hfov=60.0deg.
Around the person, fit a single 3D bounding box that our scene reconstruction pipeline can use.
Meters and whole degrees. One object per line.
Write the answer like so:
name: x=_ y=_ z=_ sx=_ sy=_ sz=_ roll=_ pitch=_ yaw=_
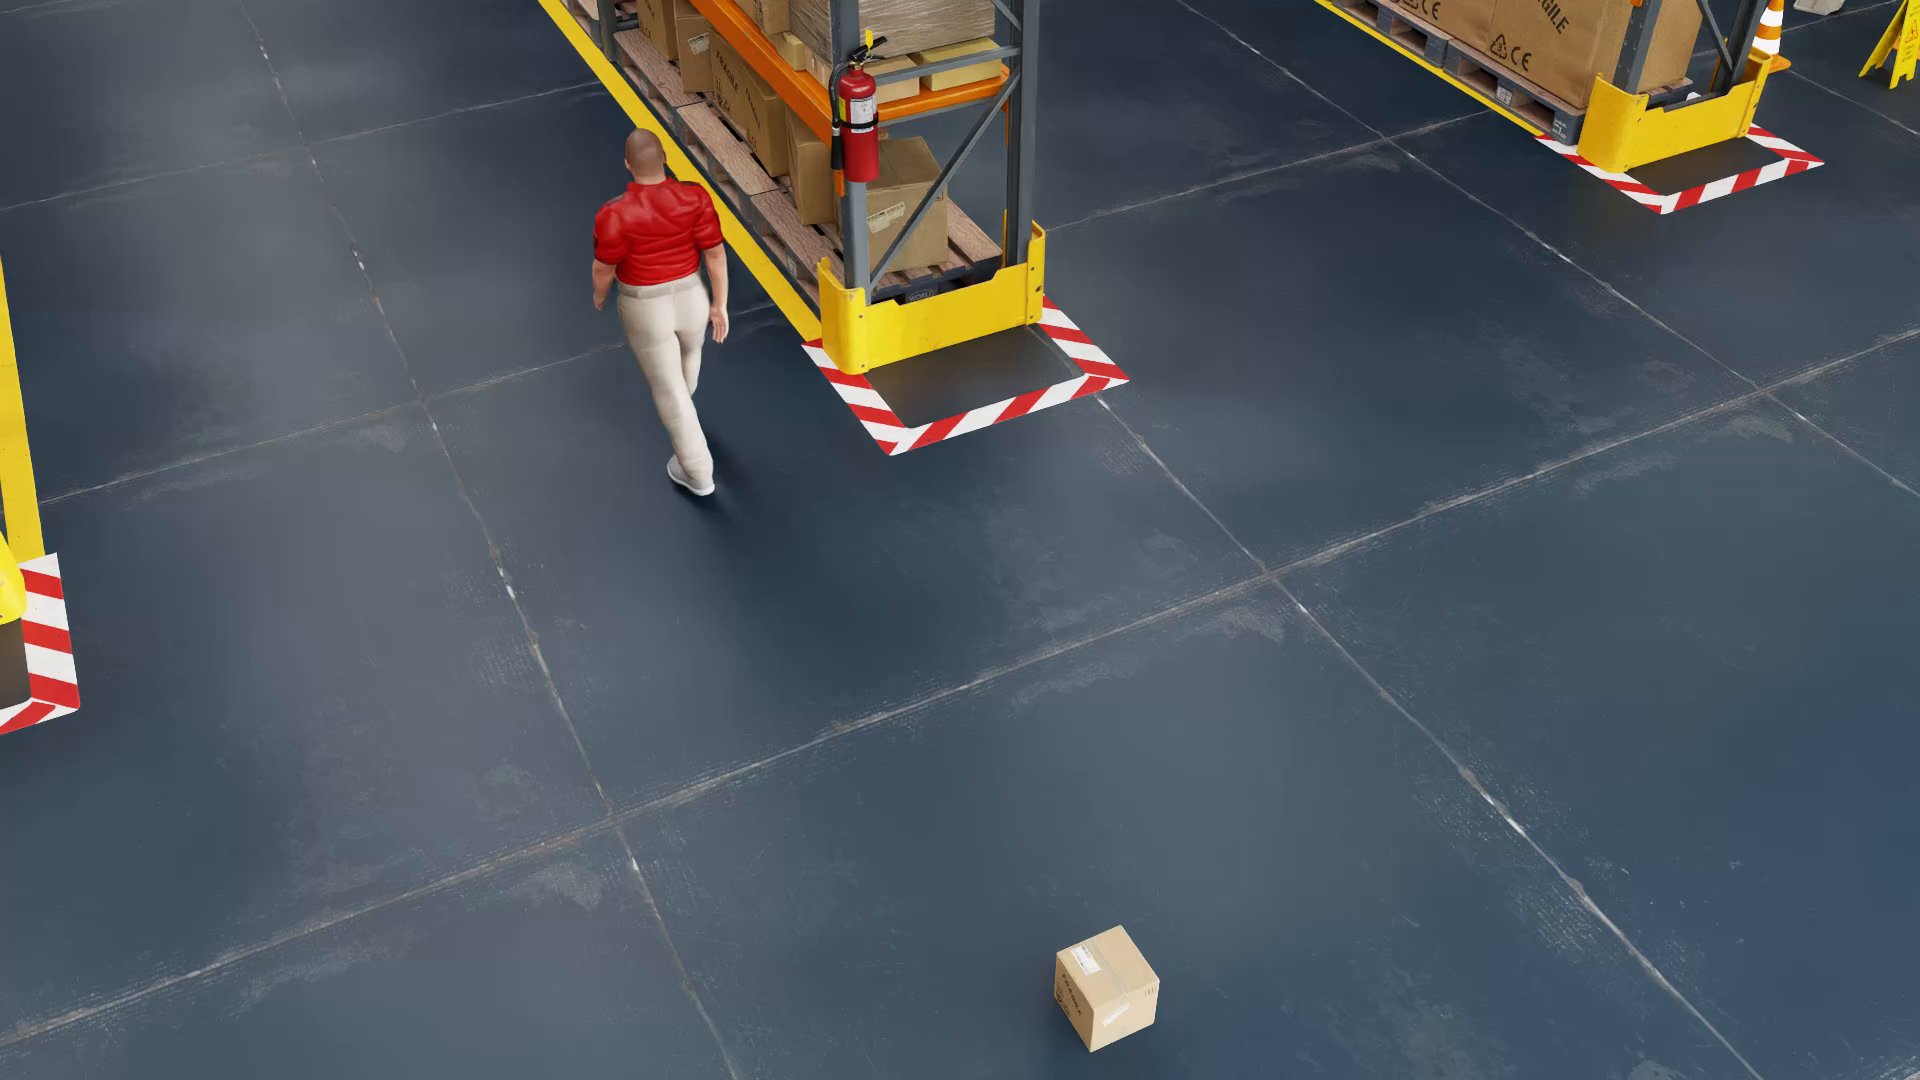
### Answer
person: x=-1.366 y=-1.101 z=7.417 sx=0.547 sy=1.685 sz=0.962 roll=-22 pitch=45 yaw=-23
